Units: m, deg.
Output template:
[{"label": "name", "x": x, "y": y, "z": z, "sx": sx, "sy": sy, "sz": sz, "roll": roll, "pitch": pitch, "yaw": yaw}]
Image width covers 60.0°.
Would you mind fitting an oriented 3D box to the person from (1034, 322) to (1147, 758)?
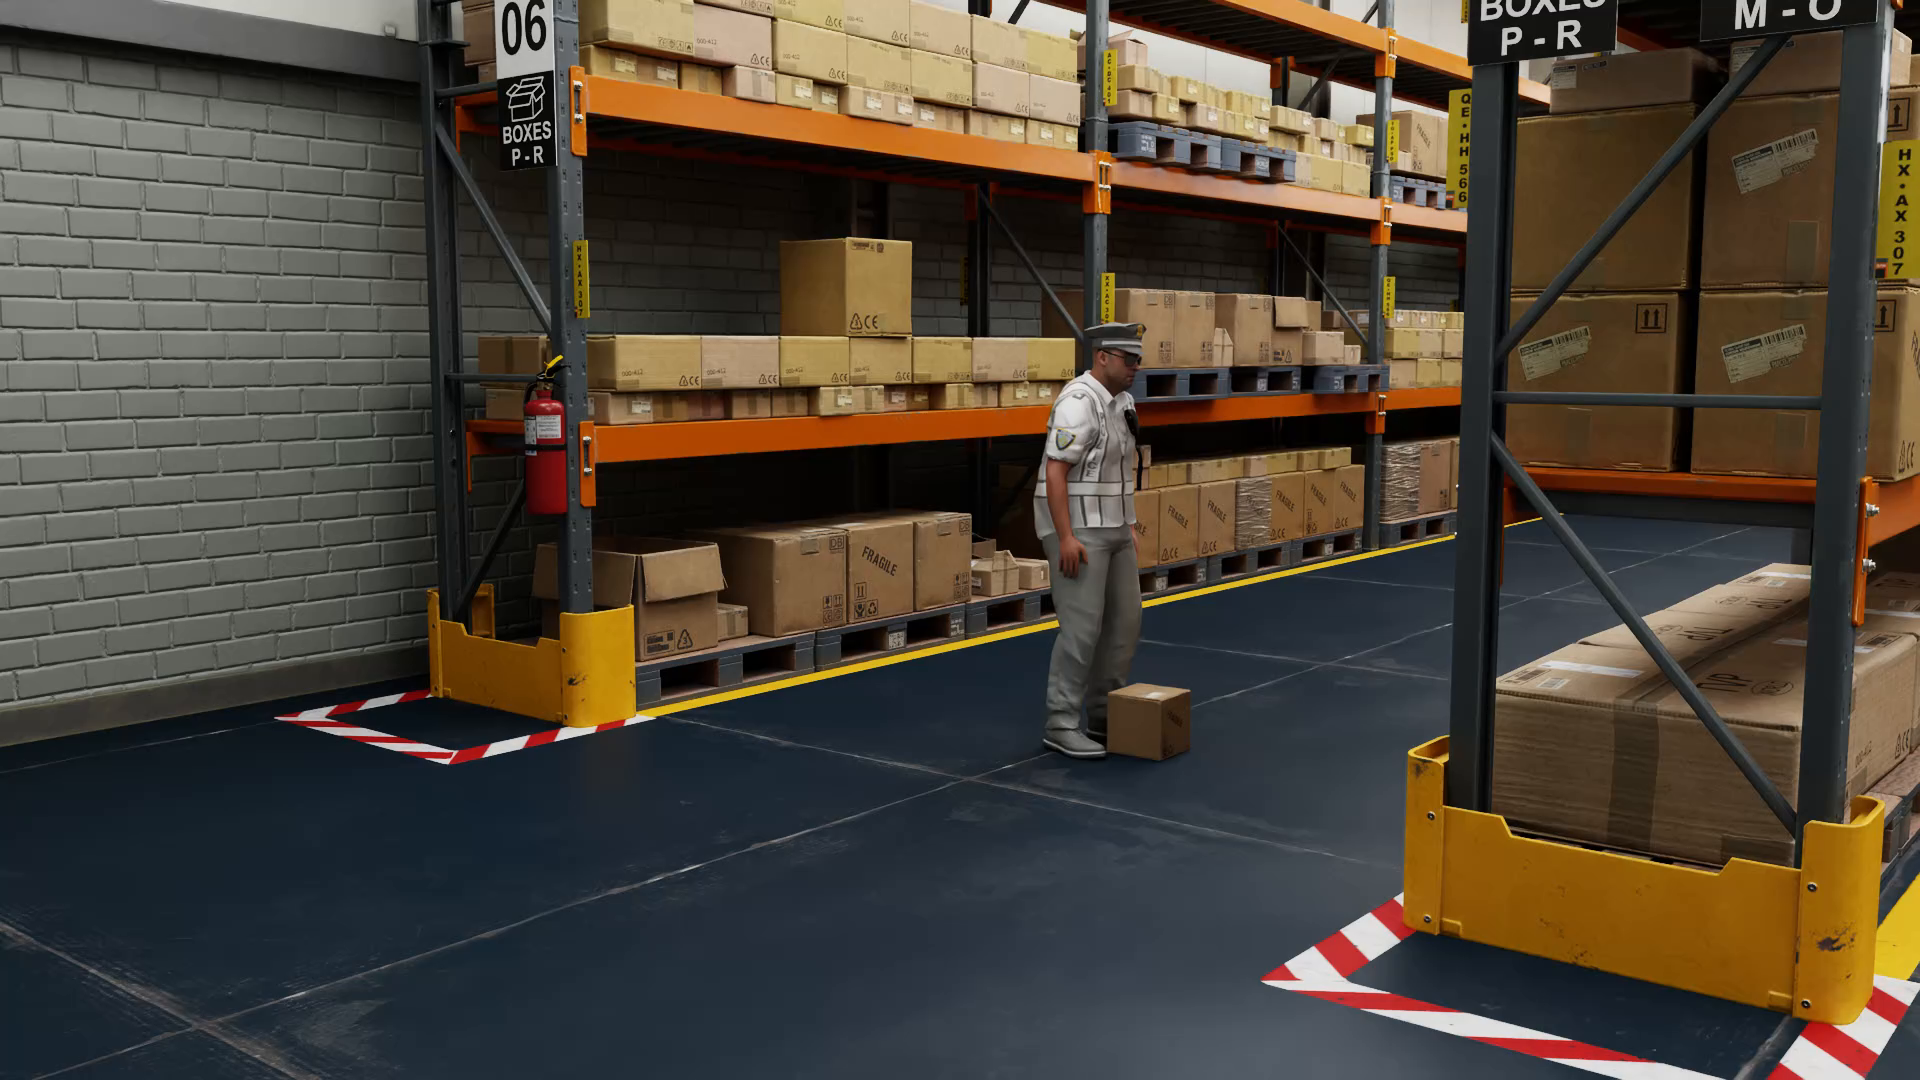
[{"label": "person", "x": 0.565, "y": -0.020, "z": 6.873, "sx": 0.480, "sy": 1.746, "sz": 0.593, "roll": 5, "pitch": 8, "yaw": 35}]
